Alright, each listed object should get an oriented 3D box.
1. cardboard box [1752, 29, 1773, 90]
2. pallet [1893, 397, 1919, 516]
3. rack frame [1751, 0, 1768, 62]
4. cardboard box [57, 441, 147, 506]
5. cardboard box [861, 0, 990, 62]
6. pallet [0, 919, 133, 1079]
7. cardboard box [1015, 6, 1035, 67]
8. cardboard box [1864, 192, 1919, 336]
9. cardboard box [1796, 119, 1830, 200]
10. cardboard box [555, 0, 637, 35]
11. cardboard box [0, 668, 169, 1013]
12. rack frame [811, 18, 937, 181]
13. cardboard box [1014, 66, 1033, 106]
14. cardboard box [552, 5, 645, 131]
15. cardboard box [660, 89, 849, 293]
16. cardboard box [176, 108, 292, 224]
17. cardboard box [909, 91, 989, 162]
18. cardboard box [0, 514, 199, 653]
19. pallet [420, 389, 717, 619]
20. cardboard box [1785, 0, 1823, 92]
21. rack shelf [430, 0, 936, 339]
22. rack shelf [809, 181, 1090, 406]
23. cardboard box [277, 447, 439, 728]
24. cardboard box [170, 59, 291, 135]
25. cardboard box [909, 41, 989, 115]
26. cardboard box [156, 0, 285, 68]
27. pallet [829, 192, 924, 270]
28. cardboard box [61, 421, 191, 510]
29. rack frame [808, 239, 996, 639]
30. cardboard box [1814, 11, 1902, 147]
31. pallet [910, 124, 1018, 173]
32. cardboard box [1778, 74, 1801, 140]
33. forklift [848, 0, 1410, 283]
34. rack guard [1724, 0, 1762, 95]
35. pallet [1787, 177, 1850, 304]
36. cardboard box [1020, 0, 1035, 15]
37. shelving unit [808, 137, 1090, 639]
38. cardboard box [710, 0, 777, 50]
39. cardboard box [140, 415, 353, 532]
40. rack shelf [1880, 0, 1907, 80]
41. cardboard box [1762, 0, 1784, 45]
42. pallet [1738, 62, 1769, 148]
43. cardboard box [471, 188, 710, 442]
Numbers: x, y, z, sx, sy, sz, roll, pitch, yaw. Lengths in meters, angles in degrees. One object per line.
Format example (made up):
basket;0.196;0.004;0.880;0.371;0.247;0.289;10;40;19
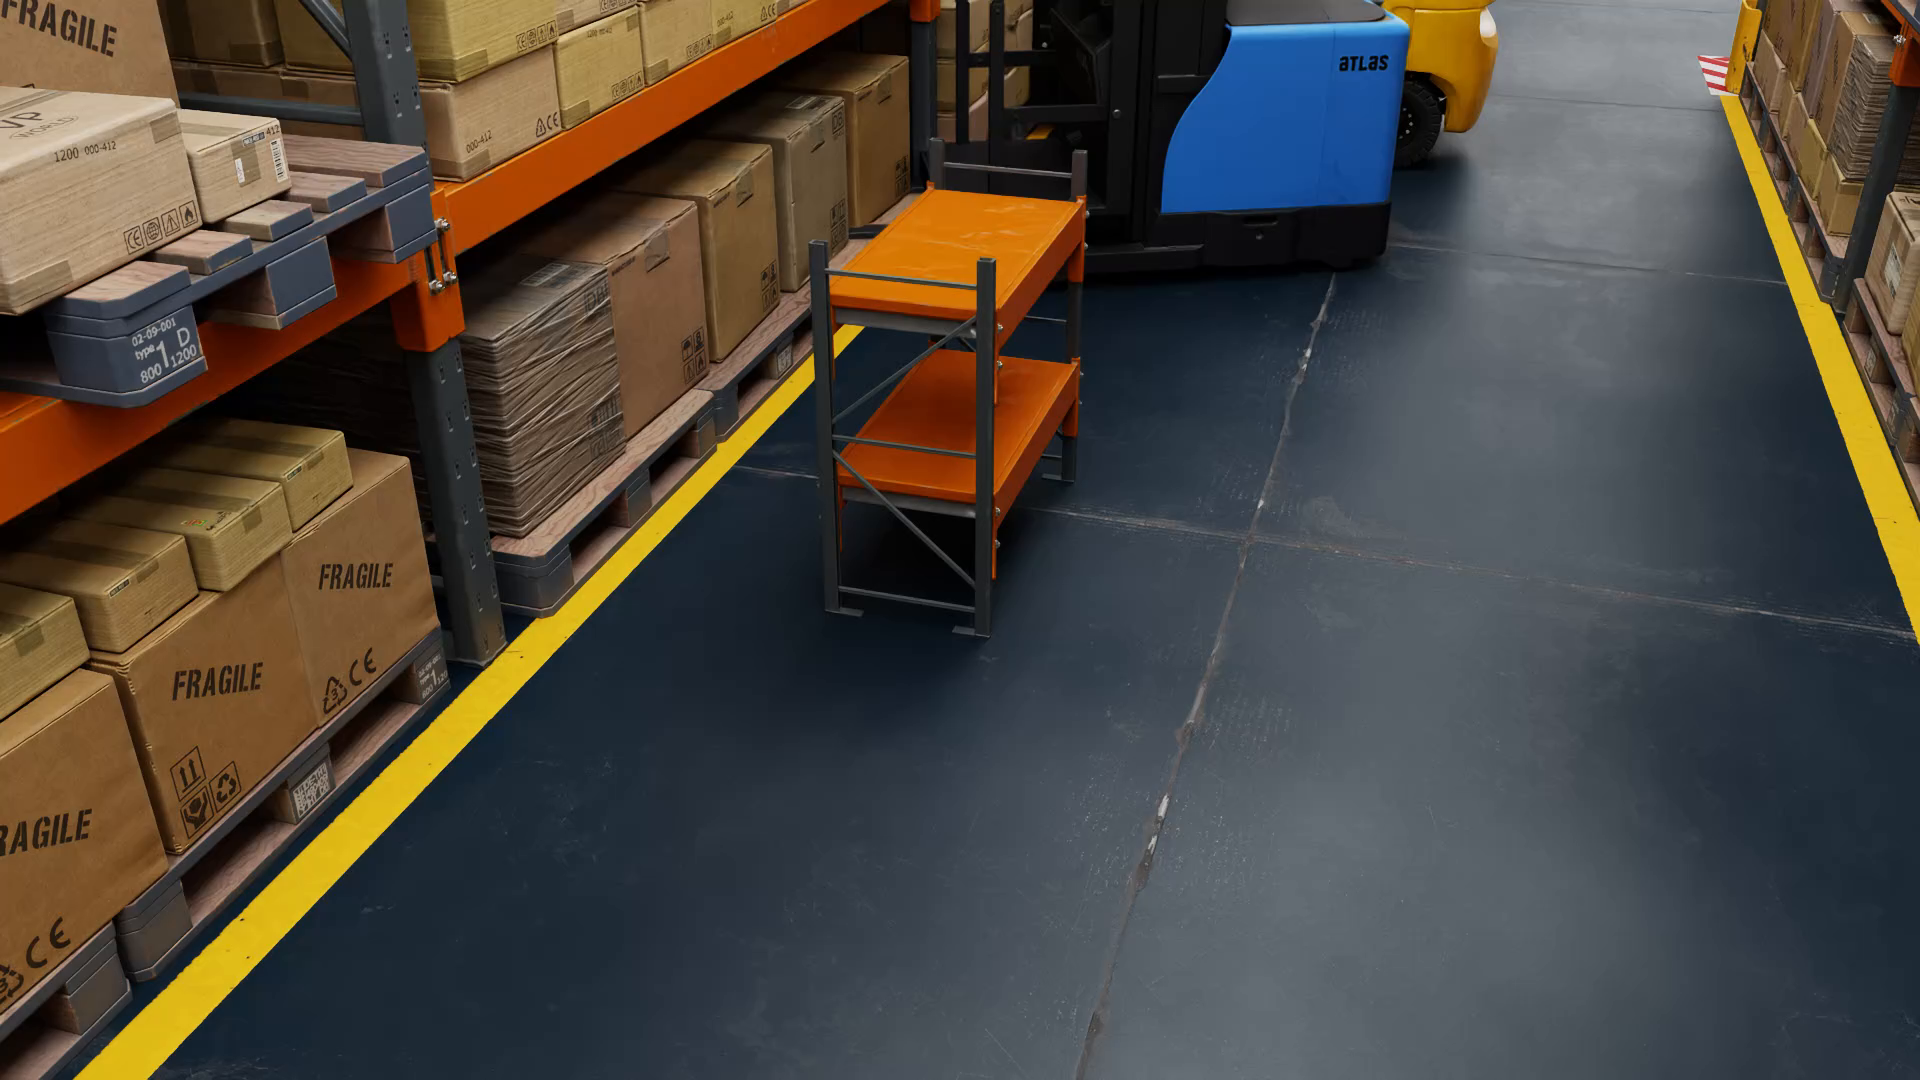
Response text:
cardboard box;4.818;-2.709;9.431;0.500;0.250;0.500;8;30;14
pallet;3.562;-0.054;5.131;1.003;0.211;1.213;8;30;15
rack frame;5.319;-4.063;9.468;1.000;3.000;0.127;8;30;15
cardboard box;-2.226;-0.228;4.047;0.380;0.149;0.250;10;31;17
cardboard box;-0.159;-2.509;8.043;0.500;0.250;0.500;8;30;14
pallet;-2.390;1.074;3.103;1.003;0.211;1.213;8;30;15
cardboard box;0.141;-2.758;9.004;0.500;0.250;0.500;8;30;14
cardboard box;3.993;-0.995;6.224;0.950;0.372;0.625;9;30;16
cardboard box;4.208;-1.748;7.703;0.500;0.250;0.500;8;30;14
cardboard box;-1.263;-1.608;4.696;0.500;0.250;0.500;9;30;16
cardboard box;-2.002;0.559;3.299;0.500;0.500;0.500;10;31;17
rack frame;-0.601;-2.910;7.396;1.000;3.000;0.127;8;30;15
cardboard box;0.128;-2.549;9.143;0.500;0.250;0.500;9;30;16
cardboard box;-1.259;-1.390;4.818;0.500;0.250;0.500;8;30;14
cardboard box;-0.979;-1.453;6.786;0.875;0.625;0.625;8;30;14
cardboard box;-1.601;-0.765;3.367;0.380;0.149;0.250;9;30;16
cardboard box;-0.143;-2.070;8.282;0.500;0.250;0.500;9;30;15
cardboard box;-1.848;0.087;3.480;0.380;0.149;0.250;7;30;13
pallet;-1.496;-0.210;5.410;1.003;0.211;1.213;8;30;15
cardboard box;4.507;-2.550;8.374;0.500;0.500;0.500;9;30;16
rack shelf;-1.188;-1.667;5.900;1.077;0.370;4.000;8;30;15
rack shelf;-0.002;-0.744;4.829;0.538;0.278;1.000;8;30;15
cardboard box;-1.694;0.084;4.152;0.500;0.500;0.500;9;30;16
cardboard box;-1.888;-1.231;4.532;0.500;0.250;0.500;8;30;14
cardboard box;-0.164;-2.292;8.166;0.500;0.250;0.500;8;30;15
cardboard box;-1.909;-1.453;4.416;0.500;0.250;0.500;9;30;16
pallet;-0.780;-1.344;7.449;1.003;0.211;1.213;8;30;15
cardboard box;-2.167;0.013;4.280;0.500;0.500;0.500;10;31;17
rack frame;-0.151;-0.252;4.546;0.500;1.125;0.032;8;30;15
cardboard box;4.210;-2.063;7.499;0.500;0.500;0.500;9;30;16
pallet;-0.328;-2.056;8.728;1.003;0.211;1.213;8;30;15
cardboard box;4.513;-2.218;8.548;0.500;0.250;0.500;11;31;18
forklift;0.342;-2.625;6.954;3.031;2.935;1.130;-4;29;-7
rack guard;5.297;-2.935;10.012;1.175;0.500;0.348;8;30;15
pallet;4.308;-1.302;7.374;1.003;0.211;1.213;8;30;15
cardboard box;0.136;-2.978;8.886;0.500;0.250;0.500;10;30;17
shelving unit;-0.002;-0.488;4.971;0.538;1.125;1.048;8;30;15
cardboard box;-0.961;-1.872;5.683;0.500;0.250;0.500;9;30;16
cardboard box;-1.678;-0.161;3.925;0.380;0.149;0.250;7;30;12
rack shelf;4.732;-2.819;7.972;1.077;0.370;4.000;8;30;15
cardboard box;4.812;-3.026;9.229;0.500;0.500;0.500;7;30;13
pallet;5.025;-2.436;9.413;1.003;0.211;1.213;8;30;15
cardboard box;-1.395;-0.790;5.595;0.875;0.625;0.625;9;30;17
